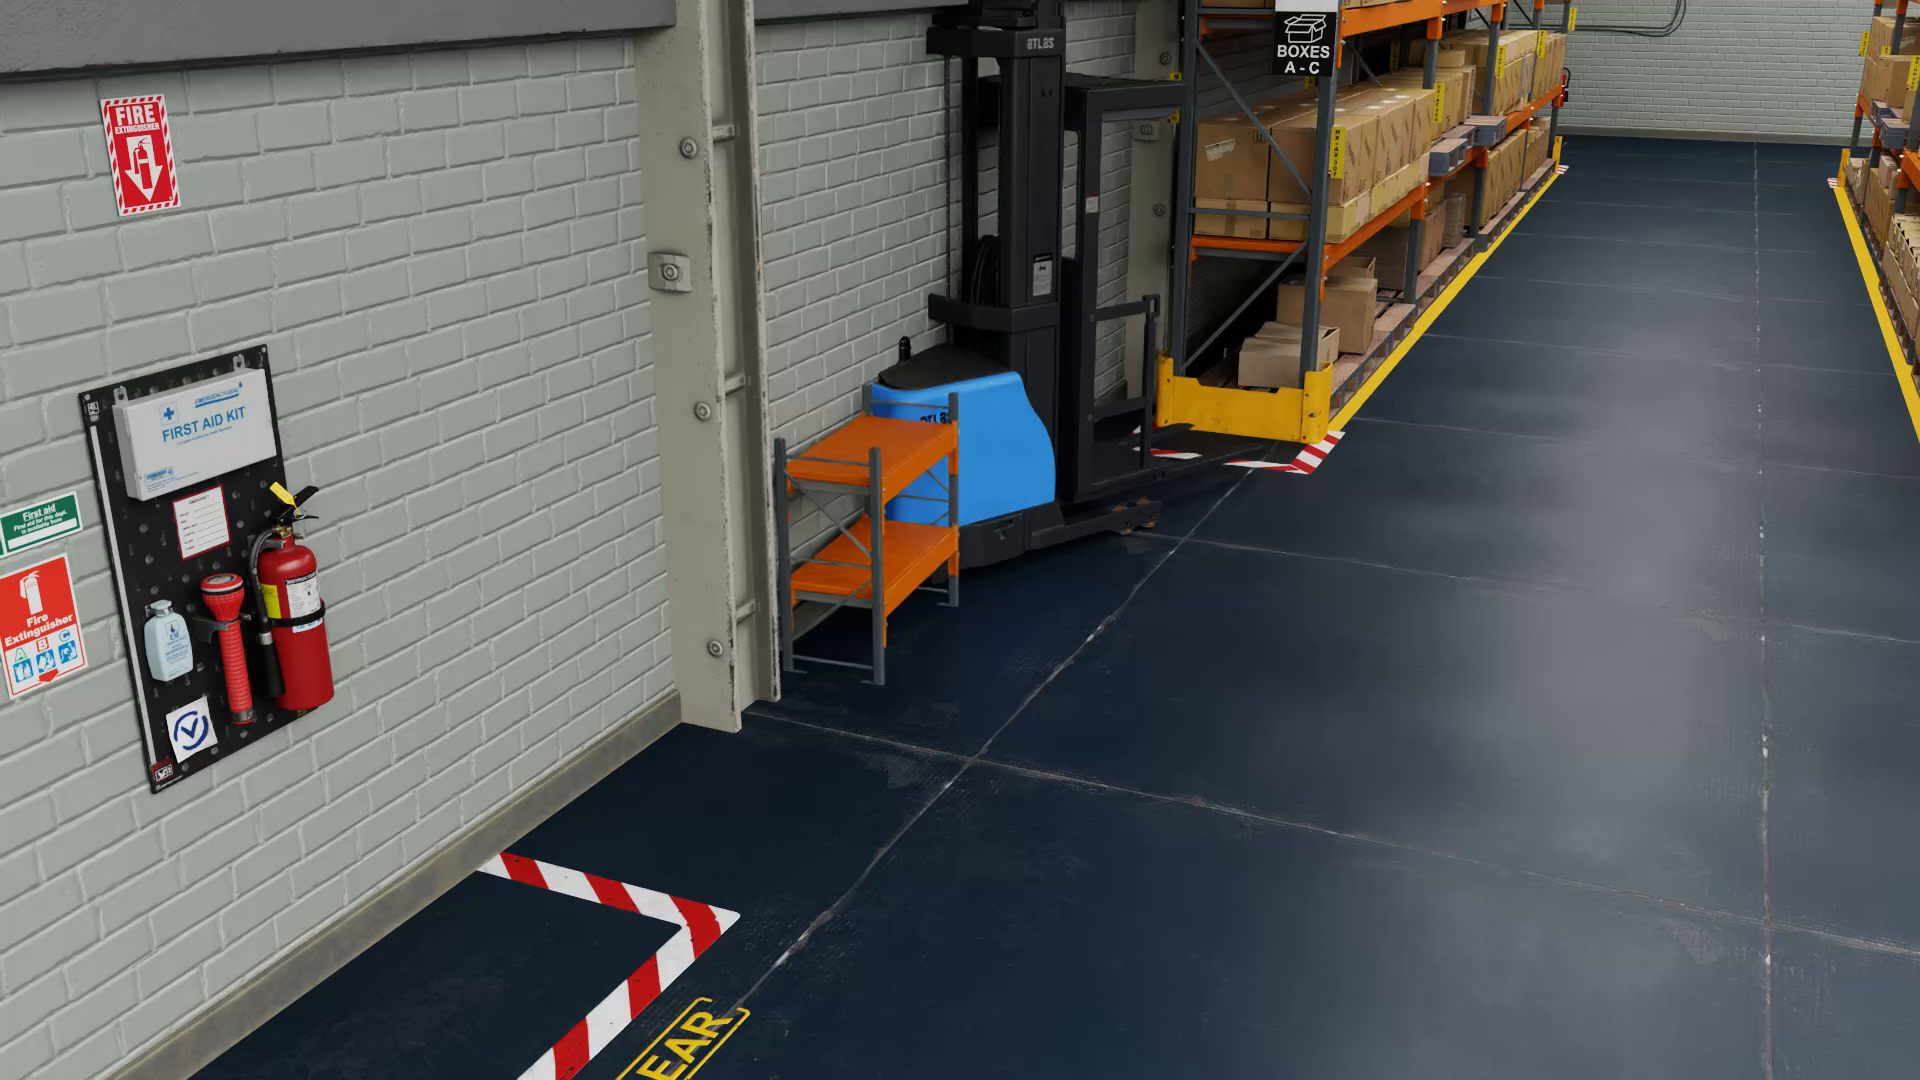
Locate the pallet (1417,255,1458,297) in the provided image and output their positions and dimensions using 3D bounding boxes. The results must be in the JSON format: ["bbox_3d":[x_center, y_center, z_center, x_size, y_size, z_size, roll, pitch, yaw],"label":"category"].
[{"bbox_3d":[4.389,-2.689,16.716,1.003,0.211,1.213,9,21,23],"label":"pallet"}]

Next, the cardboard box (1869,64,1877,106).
[{"bbox_3d":[11.759,-5.708,20.893,0.500,0.500,0.500,9,22,24],"label":"cardboard box"}]

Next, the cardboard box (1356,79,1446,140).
[{"bbox_3d":[4.049,-3.966,15.337,0.700,0.500,0.500,11,22,28],"label":"cardboard box"}]

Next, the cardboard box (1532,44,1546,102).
[{"bbox_3d":[7.087,-6.141,21.812,0.980,0.700,0.700,9,21,24],"label":"cardboard box"}]

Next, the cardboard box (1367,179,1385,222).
[{"bbox_3d":[2.839,-2.528,12.294,0.500,0.250,0.500,8,21,22],"label":"cardboard box"}]

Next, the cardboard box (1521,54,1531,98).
[{"bbox_3d":[6.691,-5.700,20.396,0.500,0.500,0.500,9,21,23],"label":"cardboard box"}]

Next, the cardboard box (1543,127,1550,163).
[{"bbox_3d":[8.292,-5.851,24.549,0.700,0.500,0.500,9,21,23],"label":"cardboard box"}]

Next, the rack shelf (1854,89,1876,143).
[{"bbox_3d":[12.190,-5.430,21.334,1.077,0.370,4.000,9,21,23],"label":"rack shelf"}]

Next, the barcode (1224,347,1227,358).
[{"bbox_3d":[1.944,-1.372,12.193,0.001,0.075,0.075,9,21,23],"label":"barcode"}]

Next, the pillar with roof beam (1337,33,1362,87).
[{"bbox_3d":[7.818,-6.571,14.514,9.100,9.000,0.400,9,21,23],"label":"pillar with roof beam"}]

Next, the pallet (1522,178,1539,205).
[{"bbox_3d":[7.233,-4.744,22.493,1.003,0.211,1.213,9,21,23],"label":"pallet"}]

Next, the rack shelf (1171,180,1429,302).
[{"bbox_3d":[2.755,-2.440,12.927,1.077,0.370,4.000,9,21,23],"label":"rack shelf"}]

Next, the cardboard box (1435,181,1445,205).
[{"bbox_3d":[4.674,-3.603,17.079,0.500,0.250,0.500,9,21,24],"label":"cardboard box"}]

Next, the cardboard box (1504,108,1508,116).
[{"bbox_3d":[6.290,-5.123,19.743,0.380,0.149,0.250,9,22,24],"label":"cardboard box"}]

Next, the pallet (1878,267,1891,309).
[{"bbox_3d":[9.360,-2.375,15.831,1.003,0.211,1.213,9,21,23],"label":"pallet"}]

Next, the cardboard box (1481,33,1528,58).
[{"bbox_3d":[6.465,-5.897,19.833,0.500,0.250,0.500,9,21,24],"label":"cardboard box"}]

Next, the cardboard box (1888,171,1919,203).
[{"bbox_3d":[9.921,-3.654,17.220,0.500,0.250,0.500,9,22,25],"label":"cardboard box"}]

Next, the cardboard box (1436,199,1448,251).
[{"bbox_3d":[4.647,-3.274,17.273,0.700,0.500,0.500,9,21,23],"label":"cardboard box"}]

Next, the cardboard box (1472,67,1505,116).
[{"bbox_3d":[5.644,-4.923,18.213,0.500,0.500,0.500,9,22,24],"label":"cardboard box"}]

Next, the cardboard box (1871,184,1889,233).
[{"bbox_3d":[10.323,-3.602,18.194,0.500,0.500,0.500,8,21,21],"label":"cardboard box"}]

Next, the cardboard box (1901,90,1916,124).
[{"bbox_3d":[9.888,-4.388,16.554,0.700,0.500,0.500,2,20,4],"label":"cardboard box"}]

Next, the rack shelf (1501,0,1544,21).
[{"bbox_3d":[6.031,-6.299,19.301,1.077,0.370,4.000,9,21,23],"label":"rack shelf"}]

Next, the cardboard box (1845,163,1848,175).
[{"bbox_3d":[12.421,-5.095,22.892,0.380,0.166,0.250,9,21,23],"label":"cardboard box"}]

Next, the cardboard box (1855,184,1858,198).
[{"bbox_3d":[11.444,-4.358,20.843,0.380,0.149,0.250,9,21,23],"label":"cardboard box"}]

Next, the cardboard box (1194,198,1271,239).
[{"bbox_3d":[1.950,-2.276,11.586,0.500,0.250,0.500,9,21,23],"label":"cardboard box"}]

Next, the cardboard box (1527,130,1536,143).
[{"bbox_3d":[7.556,-5.456,22.470,0.380,0.149,0.250,9,22,25],"label":"cardboard box"}]

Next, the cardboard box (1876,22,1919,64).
[{"bbox_3d":[11.755,-6.177,20.719,0.500,0.500,0.500,9,21,23],"label":"cardboard box"}]

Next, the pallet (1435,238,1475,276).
[{"bbox_3d":[4.890,-3.061,17.760,1.003,0.211,1.213,9,21,23],"label":"pallet"}]

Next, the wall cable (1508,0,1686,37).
[{"bbox_3d":[11.130,-10.102,29.080,3.097,2.526,0.112,9,21,23],"label":"wall cable"}]

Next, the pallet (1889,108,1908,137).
[{"bbox_3d":[10.525,-4.439,17.762,1.003,0.211,1.213,9,21,23],"label":"pallet"}]

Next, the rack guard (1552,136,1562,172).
[{"bbox_3d":[8.498,-5.888,25.280,1.175,0.500,0.348,9,21,23],"label":"rack guard"}]

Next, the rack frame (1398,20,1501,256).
[{"bbox_3d":[5.212,-4.613,17.964,1.000,3.000,0.127,9,21,23],"label":"rack frame"}]

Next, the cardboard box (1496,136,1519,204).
[{"bbox_3d":[6.341,-4.532,20.318,0.750,0.750,0.750,9,22,24],"label":"cardboard box"}]

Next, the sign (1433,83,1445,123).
[{"bbox_3d":[4.072,-3.726,14.178,0.100,0.325,0.005,9,21,23],"label":"sign"}]

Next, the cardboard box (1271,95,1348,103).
[{"bbox_3d":[2.766,-3.258,13.229,0.500,0.500,0.500,9,22,24],"label":"cardboard box"}]

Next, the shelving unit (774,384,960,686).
[{"bbox_3d":[-0.416,-0.055,7.945,0.538,1.125,1.048,7,21,18],"label":"shelving unit"}]

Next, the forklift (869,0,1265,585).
[{"bbox_3d":[0.545,-1.532,9.402,3.031,2.935,1.130,-15,25,-37],"label":"forklift"}]

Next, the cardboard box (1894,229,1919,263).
[{"bbox_3d":[8.832,-2.664,15.123,0.500,0.311,0.500,8,21,21],"label":"cardboard box"}]

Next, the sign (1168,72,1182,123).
[{"bbox_3d":[1.438,-2.945,11.072,0.100,0.325,0.005,9,21,23],"label":"sign"}]

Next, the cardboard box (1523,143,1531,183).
[{"bbox_3d":[7.250,-5.071,22.354,0.700,0.500,0.500,9,21,23],"label":"cardboard box"}]

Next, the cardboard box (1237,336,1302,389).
[{"bbox_3d":[2.301,-1.307,12.025,0.500,0.311,0.500,6,20,17],"label":"cardboard box"}]

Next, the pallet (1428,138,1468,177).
[{"bbox_3d":[4.019,-3.514,15.159,1.003,0.211,1.213,9,21,23],"label":"pallet"}]

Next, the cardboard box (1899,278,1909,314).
[{"bbox_3d":[8.418,-2.092,14.351,0.500,0.250,0.500,9,21,24],"label":"cardboard box"}]

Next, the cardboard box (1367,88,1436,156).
[{"bbox_3d":[3.662,-3.496,13.896,0.500,0.500,0.500,8,21,23],"label":"cardboard box"}]

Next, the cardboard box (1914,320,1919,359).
[{"bbox_3d":[7.628,-1.514,12.727,0.500,0.250,0.500,9,21,23],"label":"cardboard box"}]

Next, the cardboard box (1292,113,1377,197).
[{"bbox_3d":[2.617,-2.714,11.699,0.500,0.500,0.500,9,21,23],"label":"cardboard box"}]
